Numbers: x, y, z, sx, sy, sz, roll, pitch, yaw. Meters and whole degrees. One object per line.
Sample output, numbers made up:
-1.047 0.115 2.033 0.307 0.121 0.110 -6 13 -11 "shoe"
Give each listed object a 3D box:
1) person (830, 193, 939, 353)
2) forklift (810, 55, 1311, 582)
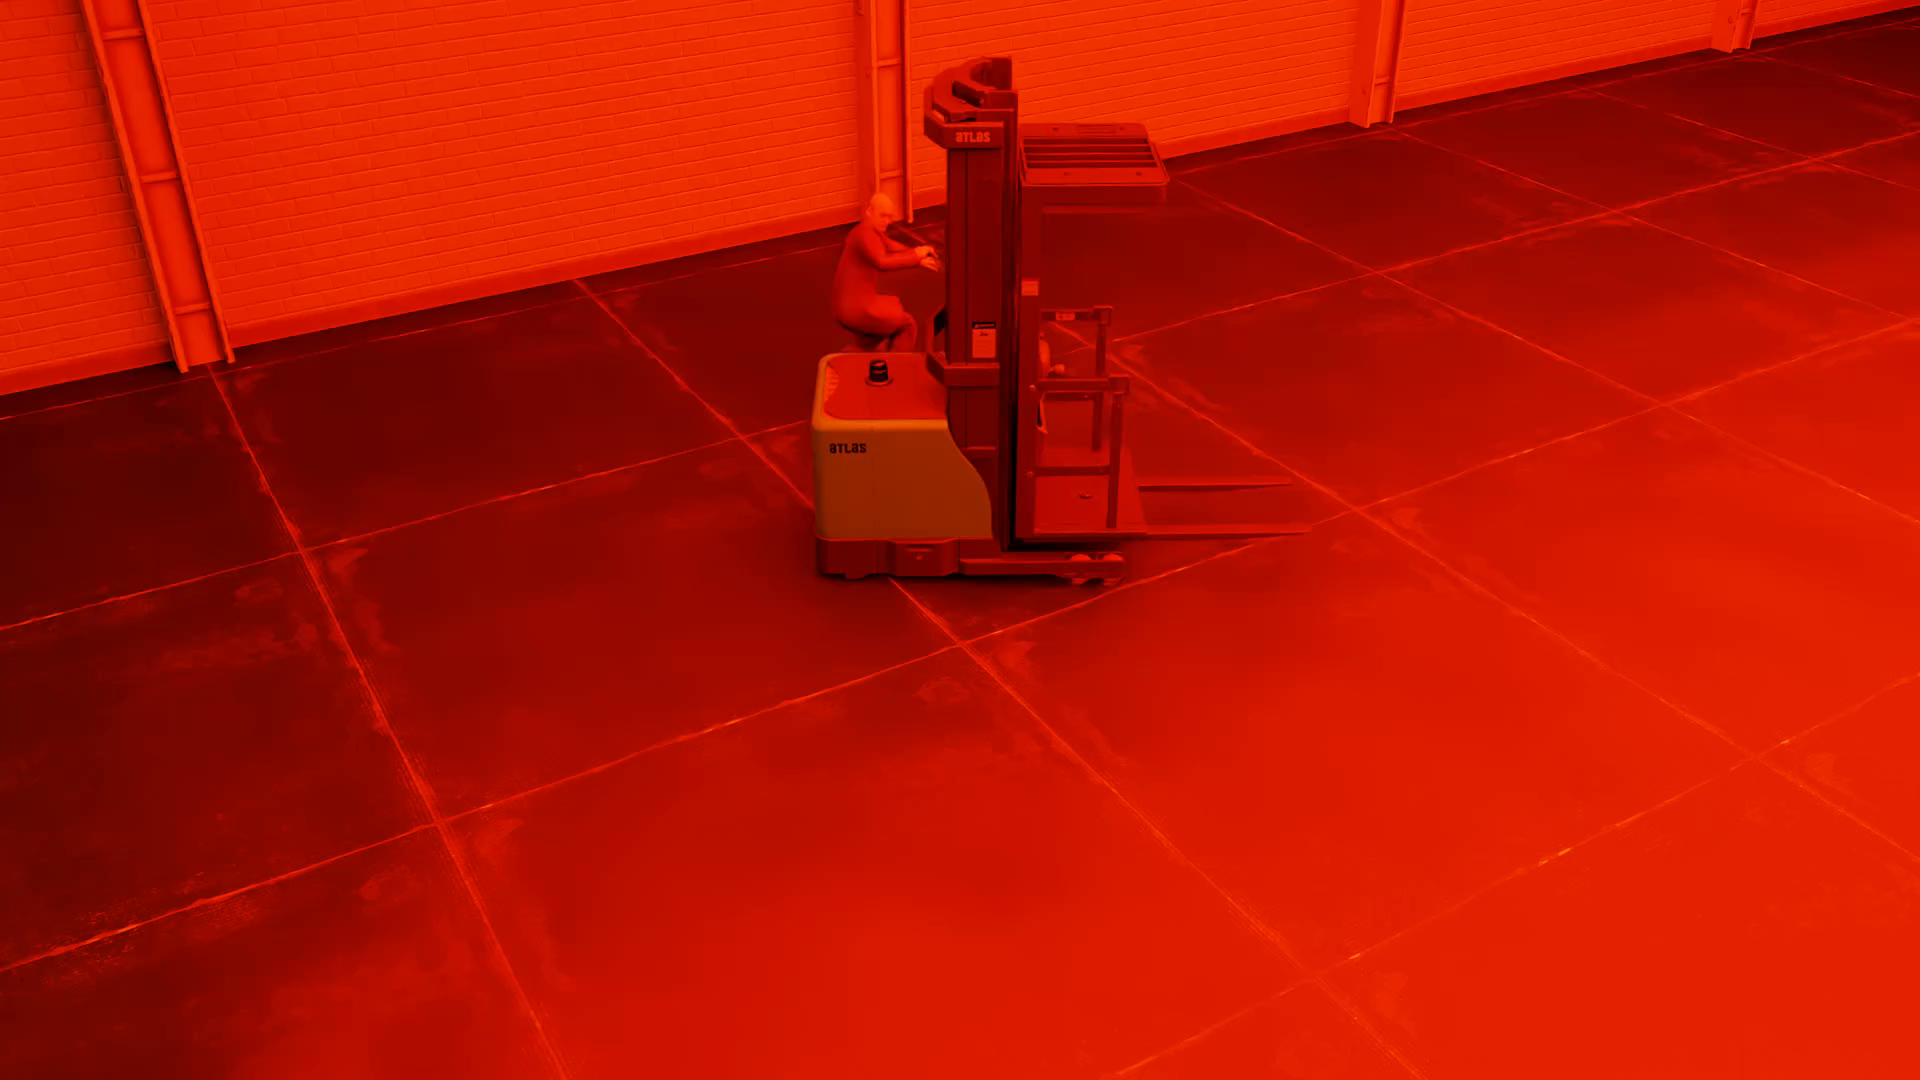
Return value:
-0.466 -1.770 12.035 0.992 1.501 0.844 -16 34 -24 "person"
0.627 -1.275 9.776 3.031 2.935 1.130 -1 31 -1 "forklift"
